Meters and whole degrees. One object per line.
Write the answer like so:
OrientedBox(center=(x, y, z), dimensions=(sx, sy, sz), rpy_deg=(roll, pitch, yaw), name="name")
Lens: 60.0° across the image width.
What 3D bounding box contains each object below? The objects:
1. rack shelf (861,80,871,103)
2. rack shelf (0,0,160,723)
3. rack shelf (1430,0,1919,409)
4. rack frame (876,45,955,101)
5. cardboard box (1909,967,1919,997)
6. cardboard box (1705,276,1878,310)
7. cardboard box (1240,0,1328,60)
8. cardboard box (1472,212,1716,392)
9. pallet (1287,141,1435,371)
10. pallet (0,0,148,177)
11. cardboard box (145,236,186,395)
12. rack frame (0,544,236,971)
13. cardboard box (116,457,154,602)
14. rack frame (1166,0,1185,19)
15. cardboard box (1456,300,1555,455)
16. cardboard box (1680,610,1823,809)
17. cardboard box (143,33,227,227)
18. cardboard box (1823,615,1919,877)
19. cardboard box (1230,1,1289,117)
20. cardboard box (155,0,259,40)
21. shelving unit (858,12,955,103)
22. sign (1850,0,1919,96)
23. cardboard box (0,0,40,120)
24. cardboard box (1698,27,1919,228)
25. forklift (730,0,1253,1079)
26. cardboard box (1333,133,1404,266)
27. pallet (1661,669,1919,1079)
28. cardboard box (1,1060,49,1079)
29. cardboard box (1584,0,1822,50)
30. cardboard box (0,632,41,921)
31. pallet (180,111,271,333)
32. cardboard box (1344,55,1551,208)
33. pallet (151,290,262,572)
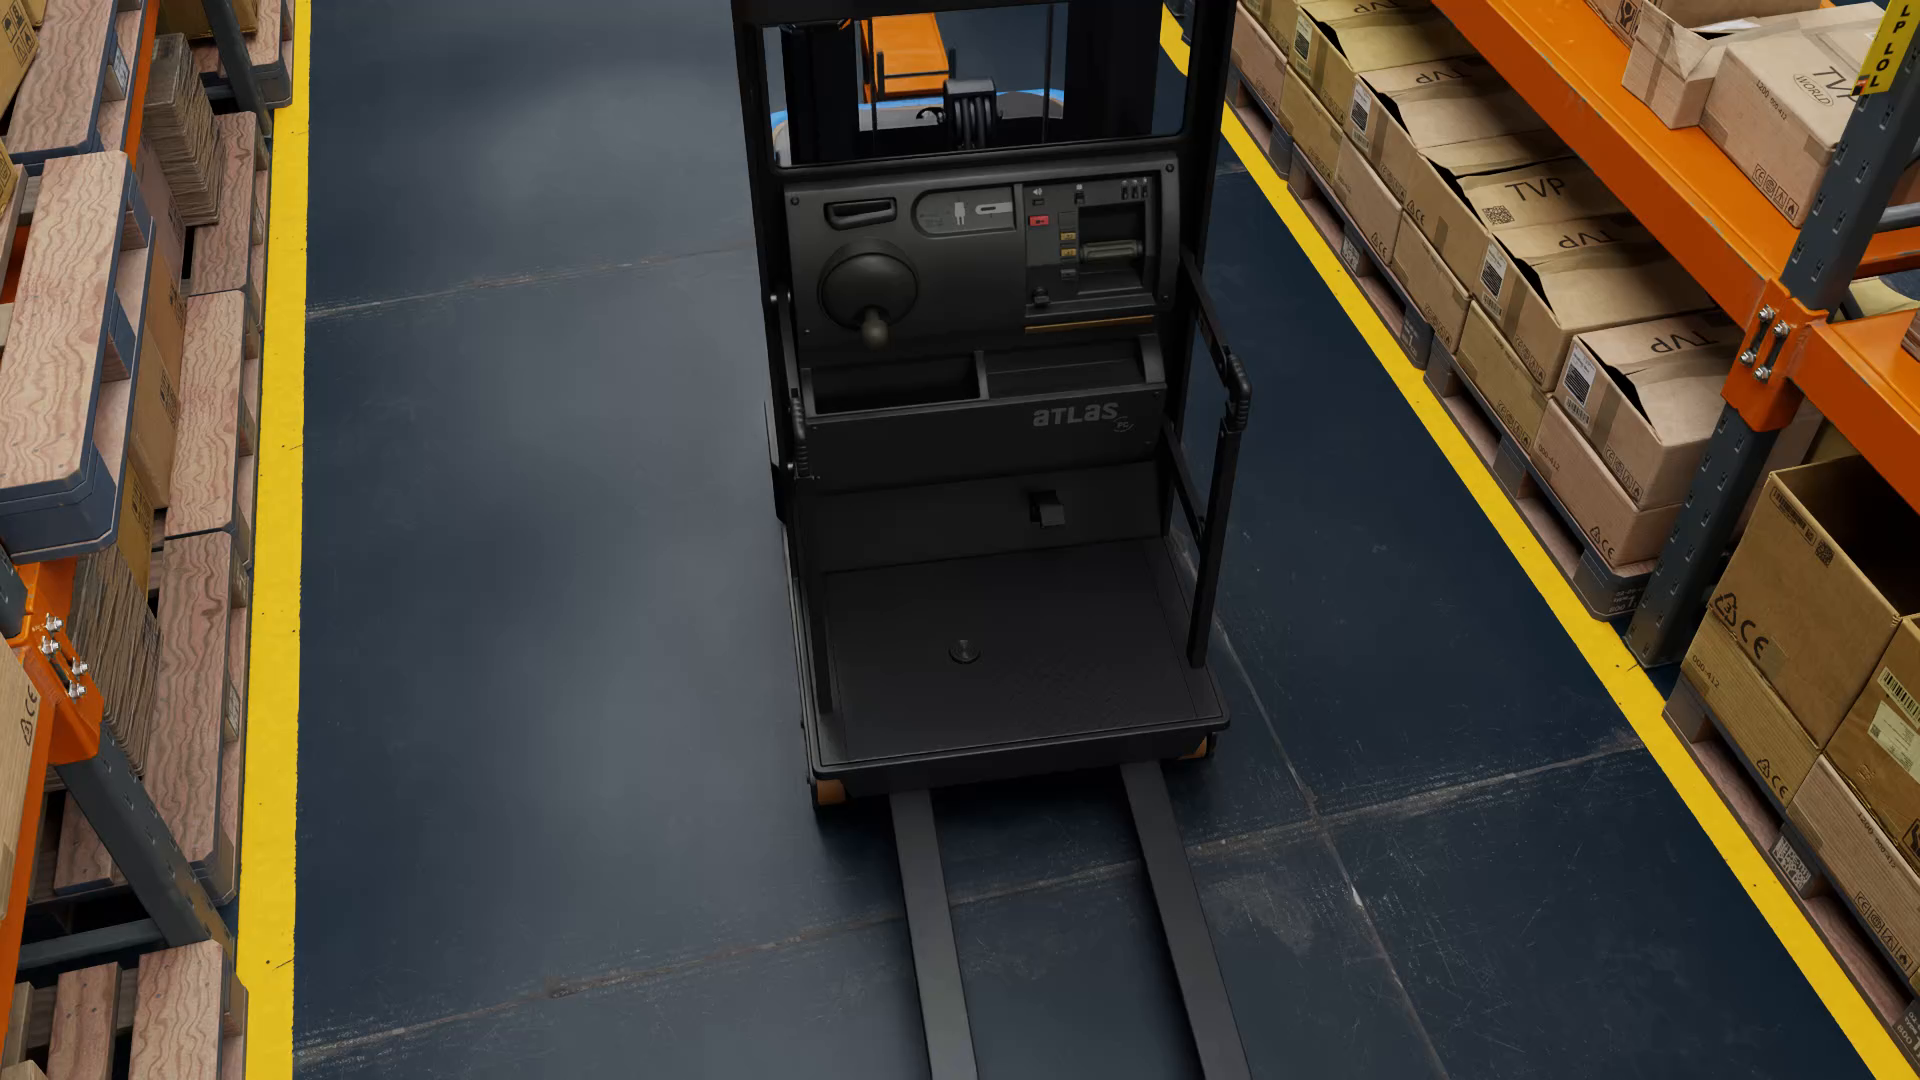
OrientedBox(center=(-0.171, -1.346, 5.510), dimensions=(0.258, 0.148, 0.480), rpy_deg=(-6, 46, -6), name="rack shelf")
OrientedBox(center=(-2.828, -1.020, 4.653), dimensions=(1.077, 0.370, 4.000), rpy_deg=(-11, 47, -10), name="rack shelf")
OrientedBox(center=(1.959, -1.929, 5.544), dimensions=(1.077, 0.370, 4.000), rpy_deg=(-11, 47, -10), name="rack shelf")
OrientedBox(center=(-0.134, -1.064, 5.453), dimensions=(0.240, 1.200, 0.015), rpy_deg=(-6, 46, -6), name="rack frame")
OrientedBox(center=(2.543, 1.084, 3.719), dimensions=(0.500, 0.250, 0.500), rpy_deg=(-11, 47, -10), name="cardboard box")
OrientedBox(center=(2.483, -0.858, 5.229), dimensions=(0.500, 0.311, 0.500), rpy_deg=(-11, 47, -11), name="cardboard box")
OrientedBox(center=(1.440, -2.166, 6.511), dimensions=(0.500, 0.311, 0.500), rpy_deg=(-12, 47, -11), name="cardboard box")
OrientedBox(center=(1.951, -0.766, 5.139), dimensions=(0.500, 0.311, 0.500), rpy_deg=(-10, 46, -9), name="cardboard box")
OrientedBox(center=(1.929, -1.169, 6.248), dimensions=(1.003, 0.211, 1.213), rpy_deg=(-11, 47, -10), name="pallet")
OrientedBox(center=(-2.794, -1.227, 4.486), dimensions=(1.003, 0.211, 1.213), rpy_deg=(-11, 47, -10), name="pallet")
OrientedBox(center=(-2.932, -0.730, 5.307), dimensions=(0.700, 0.500, 0.500), rpy_deg=(-11, 47, -11), name="cardboard box")
OrientedBox(center=(-2.316, 0.109, 3.043), dimensions=(1.000, 3.000, 0.127), rpy_deg=(-11, 47, -10), name="rack frame")
OrientedBox(center=(-2.702, -0.023, 4.615), dimensions=(0.700, 0.500, 0.500), rpy_deg=(-12, 47, -11), name="cardboard box")
OrientedBox(center=(1.447, -3.561, 6.640), dimensions=(1.000, 3.000, 0.127), rpy_deg=(-11, 47, -10), name="rack frame")
OrientedBox(center=(1.957, -0.567, 5.337), dimensions=(0.500, 0.250, 0.500), rpy_deg=(-11, 47, -11), name="cardboard box")
OrientedBox(center=(2.297, 0.391, 4.397), dimensions=(0.500, 0.250, 0.500), rpy_deg=(-11, 47, -10), name="cardboard box")
OrientedBox(center=(-3.106, -1.445, 6.008), dimensions=(0.700, 0.500, 0.500), rpy_deg=(-10, 46, -10), name="cardboard box")
OrientedBox(center=(2.423, 0.474, 3.791), dimensions=(0.500, 0.500, 0.500), rpy_deg=(-11, 47, -10), name="cardboard box")
OrientedBox(center=(1.427, -1.984, 6.725), dimensions=(0.500, 0.250, 0.500), rpy_deg=(-12, 47, -11), name="cardboard box")
OrientedBox(center=(-3.402, -2.579, 6.889), dimensions=(0.750, 0.750, 0.750), rpy_deg=(-11, 47, -11), name="cardboard box")
OrientedBox(center=(-0.171, -1.236, 5.621), dimensions=(0.258, 1.200, 0.503), rpy_deg=(-6, 46, -6), name="shelving unit")
OrientedBox(center=(1.949, -1.071, 3.444), dimensions=(0.100, 0.325, 0.005), rpy_deg=(-11, 47, -10), name="sign")
OrientedBox(center=(-2.749, -1.274, 4.020), dimensions=(0.700, 0.500, 0.500), rpy_deg=(-5, 46, -5), name="cardboard box")
OrientedBox(center=(2.303, -1.079, 4.312), dimensions=(0.500, 0.250, 0.500), rpy_deg=(-8, 46, -8), name="cardboard box")
OrientedBox(center=(0.095, -0.585, 3.771), dimensions=(1.130, 2.935, 3.031), rpy_deg=(-6, 46, -6), name="forklift")
OrientedBox(center=(1.697, -1.272, 6.027), dimensions=(0.500, 0.250, 0.500), rpy_deg=(-10, 46, -10), name="cardboard box")
OrientedBox(center=(2.634, 0.733, 4.384), dimensions=(1.003, 0.211, 1.213), rpy_deg=(-11, 47, -10), name="pallet")
OrientedBox(center=(-2.150, 1.310, 3.542), dimensions=(0.380, 0.166, 0.250), rpy_deg=(-16, 48, -15), name="cardboard box")
OrientedBox(center=(2.156, -1.732, 4.777), dimensions=(0.500, 0.500, 0.500), rpy_deg=(-8, 46, -7), name="cardboard box")
OrientedBox(center=(-1.902, 0.426, 2.824), dimensions=(0.500, 0.250, 0.500), rpy_deg=(-11, 47, -10), name="cardboard box")
OrientedBox(center=(-3.142, -1.137, 6.217), dimensions=(1.003, 0.211, 1.213), rpy_deg=(-11, 47, -10), name="pallet")
OrientedBox(center=(1.701, -1.458, 5.818), dimensions=(0.500, 0.311, 0.500), rpy_deg=(-11, 47, -11), name="cardboard box")
OrientedBox(center=(-2.833, -0.297, 5.393), dimensions=(1.003, 0.211, 1.213), rpy_deg=(-11, 47, -10), name="pallet")
